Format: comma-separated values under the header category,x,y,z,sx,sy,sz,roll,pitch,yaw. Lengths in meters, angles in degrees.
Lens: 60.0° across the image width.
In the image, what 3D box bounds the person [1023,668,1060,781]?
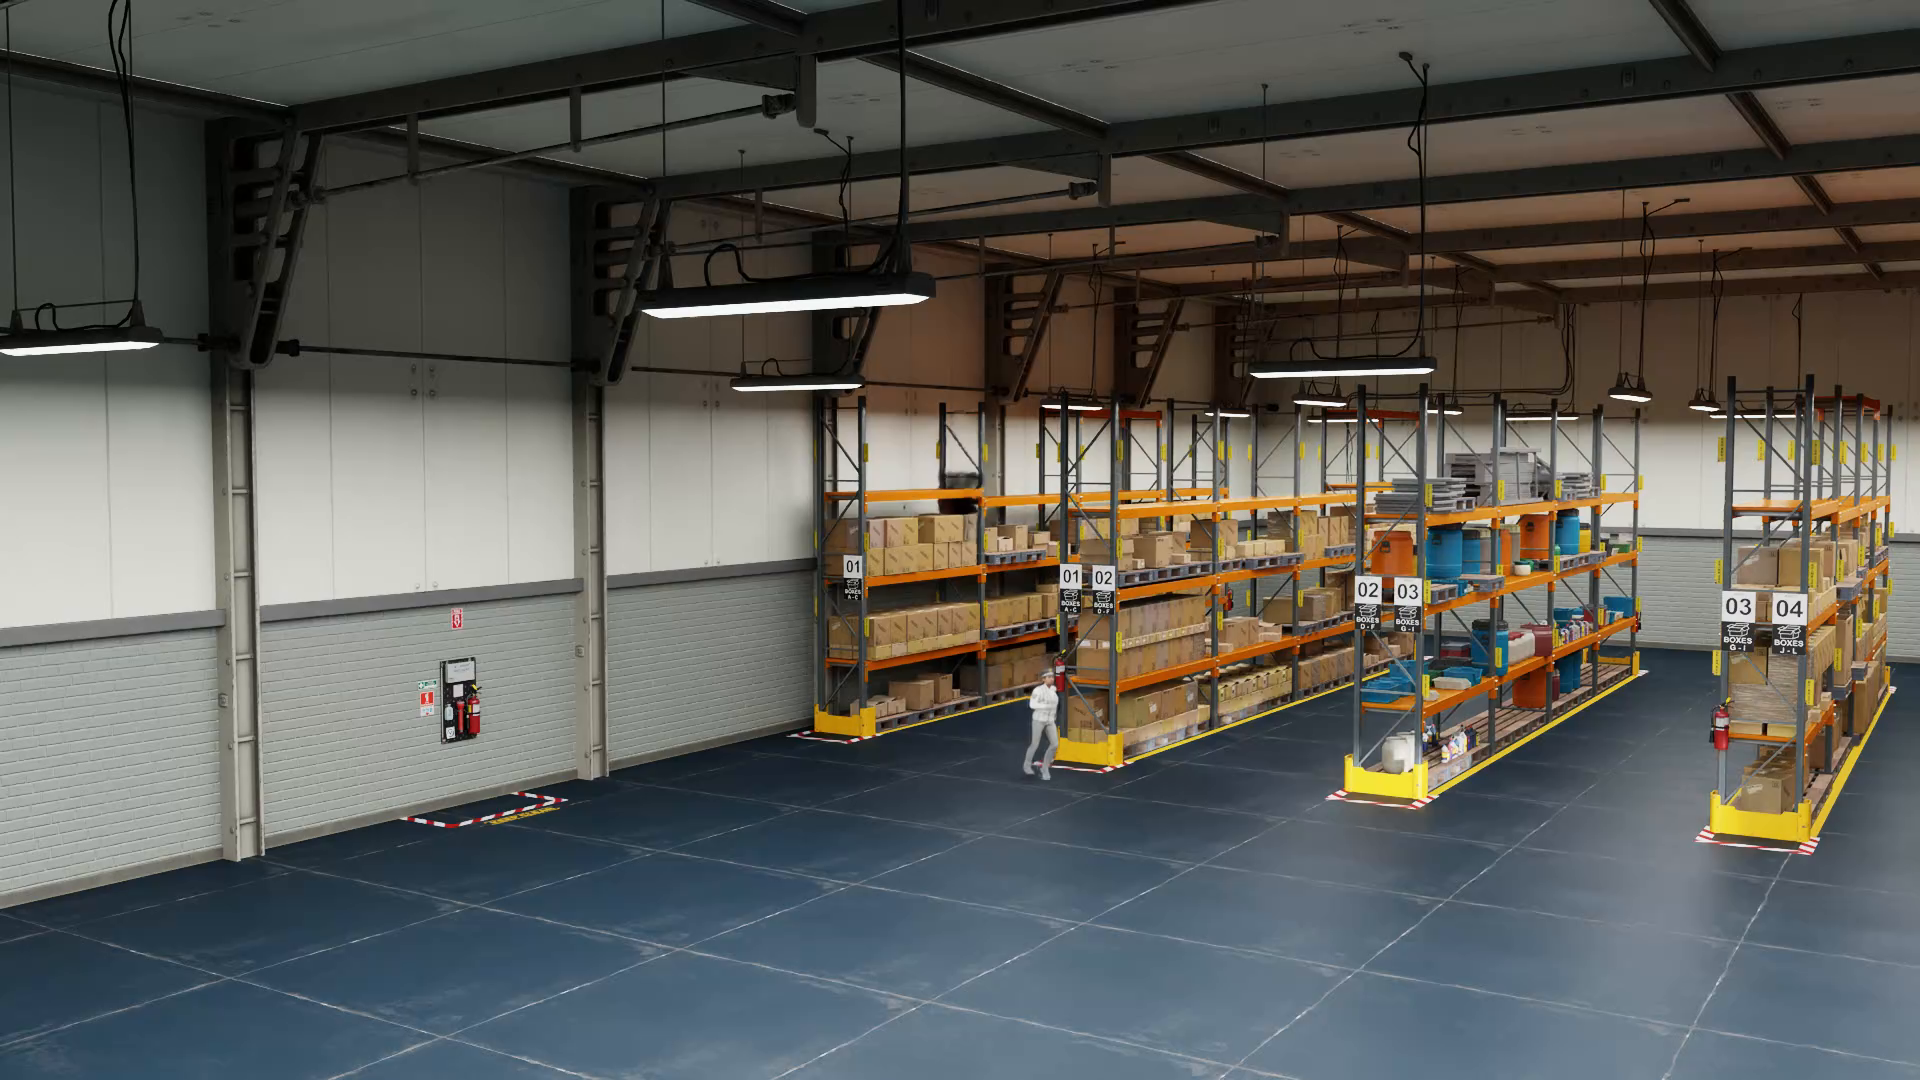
category,x,y,z,sx,sy,sz,roll,pitch,yaw
person,1.314,2.826,25.584,0.612,1.738,0.715,-2,3,-30
